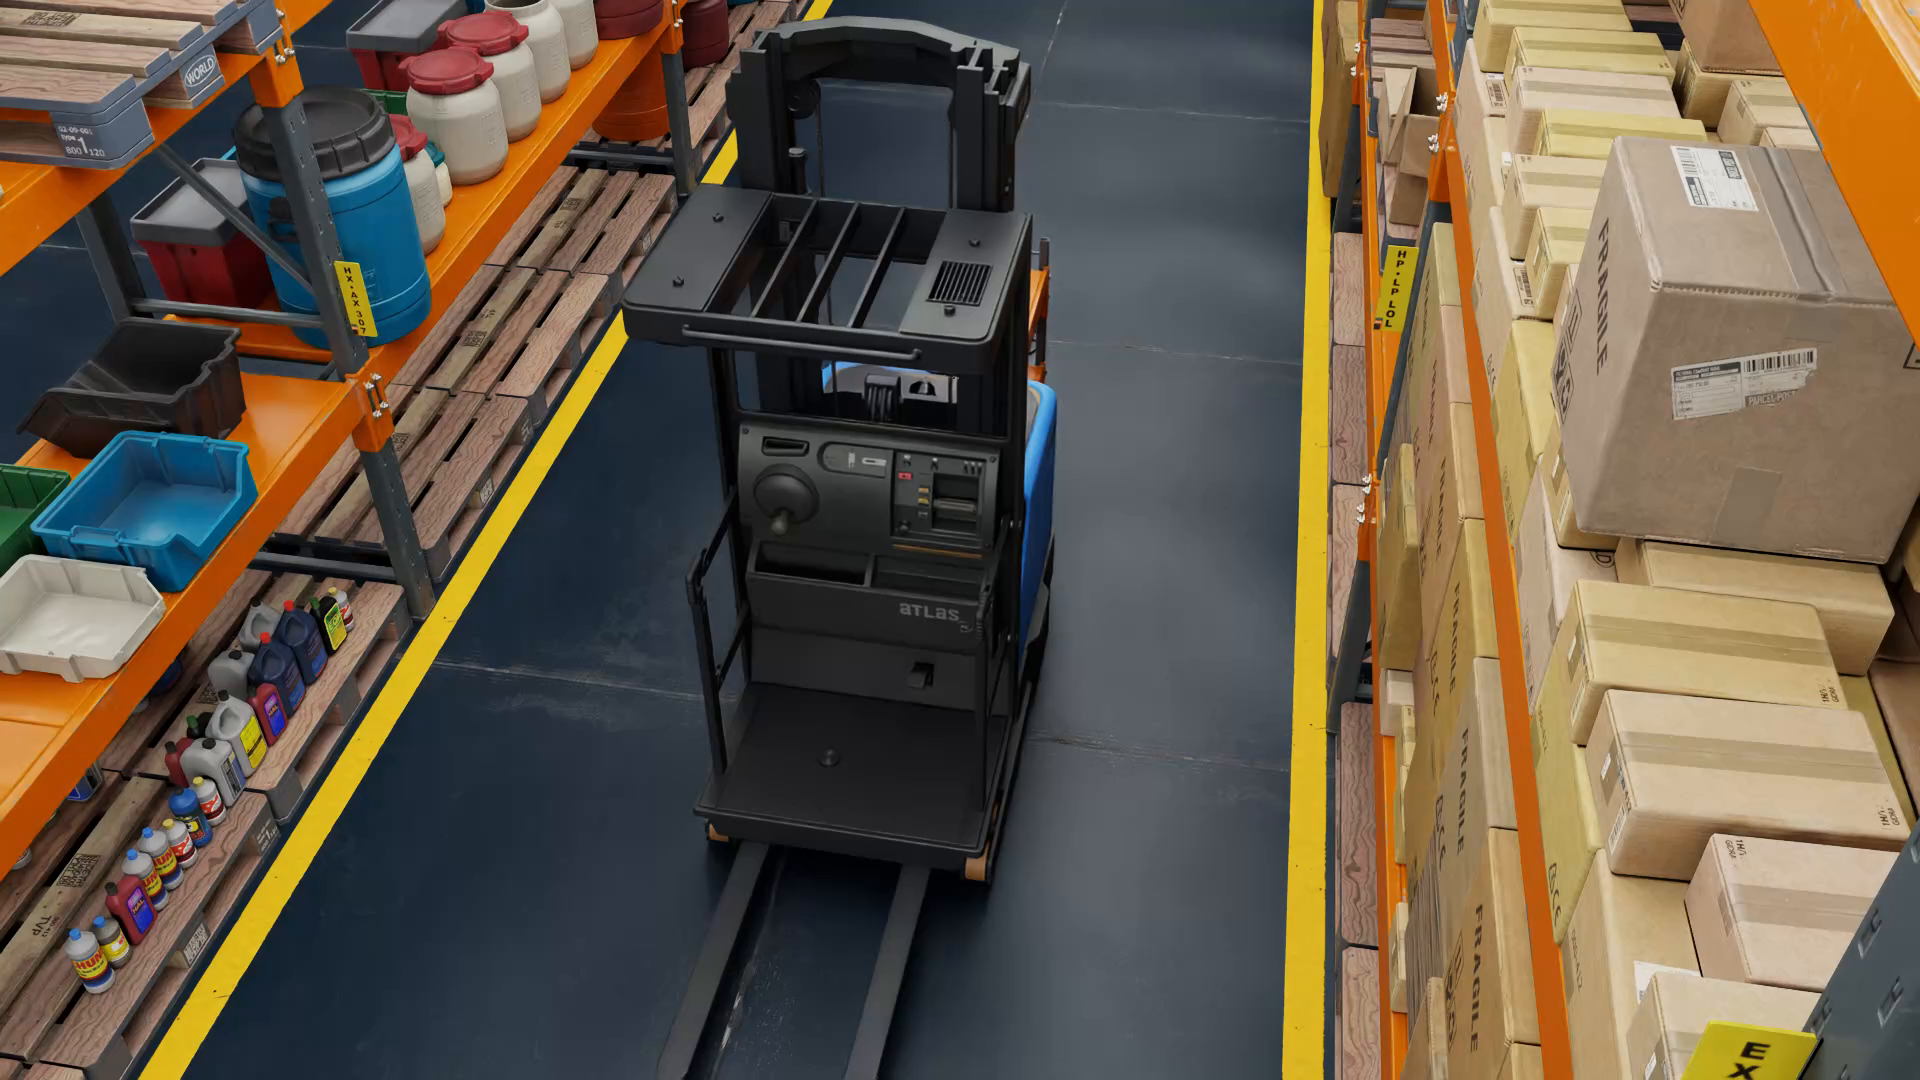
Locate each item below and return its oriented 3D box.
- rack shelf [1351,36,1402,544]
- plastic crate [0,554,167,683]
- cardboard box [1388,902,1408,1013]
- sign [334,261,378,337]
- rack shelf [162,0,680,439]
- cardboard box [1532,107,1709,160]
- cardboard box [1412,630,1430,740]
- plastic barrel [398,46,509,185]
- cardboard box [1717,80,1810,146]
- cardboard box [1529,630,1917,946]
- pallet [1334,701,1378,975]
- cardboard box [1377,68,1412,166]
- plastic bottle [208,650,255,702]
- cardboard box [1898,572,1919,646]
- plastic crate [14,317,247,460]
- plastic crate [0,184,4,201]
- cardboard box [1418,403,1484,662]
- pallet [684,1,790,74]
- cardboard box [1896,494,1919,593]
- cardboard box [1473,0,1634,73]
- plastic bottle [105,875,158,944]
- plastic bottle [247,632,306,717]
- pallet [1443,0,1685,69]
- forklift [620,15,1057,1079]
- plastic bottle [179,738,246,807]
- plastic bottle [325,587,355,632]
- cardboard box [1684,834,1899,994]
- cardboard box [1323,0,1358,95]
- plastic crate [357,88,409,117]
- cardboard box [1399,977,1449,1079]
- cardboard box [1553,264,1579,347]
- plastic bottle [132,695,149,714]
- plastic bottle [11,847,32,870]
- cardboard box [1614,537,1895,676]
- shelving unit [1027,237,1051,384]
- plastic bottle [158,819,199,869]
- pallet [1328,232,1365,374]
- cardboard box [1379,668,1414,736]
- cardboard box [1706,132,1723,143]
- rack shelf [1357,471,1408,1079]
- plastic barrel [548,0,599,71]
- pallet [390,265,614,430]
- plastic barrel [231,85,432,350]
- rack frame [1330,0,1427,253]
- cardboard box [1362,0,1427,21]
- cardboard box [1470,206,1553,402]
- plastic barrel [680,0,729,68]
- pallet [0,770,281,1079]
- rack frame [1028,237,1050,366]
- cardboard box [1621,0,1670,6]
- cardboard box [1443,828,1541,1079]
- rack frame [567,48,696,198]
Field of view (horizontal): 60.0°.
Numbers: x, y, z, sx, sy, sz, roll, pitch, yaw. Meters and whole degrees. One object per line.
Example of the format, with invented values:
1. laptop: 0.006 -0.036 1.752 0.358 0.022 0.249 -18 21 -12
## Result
1. rack shelf: 2.362 -1.317 7.651 1.077 0.370 4.000 6 40 8
2. plastic crate: -2.894 0.263 5.382 0.530 0.136 0.437 6 40 8
3. cardboard box: 1.326 1.113 4.344 0.380 0.149 0.250 6 40 8
4. sign: -2.322 -0.925 6.394 0.100 0.325 0.005 6 40 8
5. rack shelf: -2.516 -1.863 8.311 1.077 0.370 4.000 6 40 8
6. cardboard box: 1.610 -0.920 4.056 0.380 0.149 0.250 8 40 9
7. cardboard box: 1.769 0.418 4.676 0.875 0.500 0.500 6 40 8
8. plastic barrel: -2.354 -1.975 7.774 0.433 0.535 0.433 0 40 0
9. cardboard box: 2.150 -1.031 4.190 0.380 0.149 0.250 5 40 5
10. cardboard box: 1.241 0.428 2.738 0.500 0.250 0.500 7 40 8
11. pallet: 1.935 1.161 6.277 1.003 0.211 1.213 6 40 8
12. cardboard box: 2.192 -1.927 7.612 0.500 0.250 0.500 5 40 6
13. plastic bottle: -2.873 0.550 6.619 0.152 0.276 0.135 6 40 8
14. cardboard box: 1.825 0.133 2.783 0.380 0.149 0.250 6 40 8
15. plastic crate: -3.078 -0.547 6.203 0.767 0.338 0.504 6 40 8
16. plastic crate: -2.742 -0.888 4.420 0.243 0.136 0.396 6 40 8
17. cardboard box: 1.516 0.004 4.391 0.500 0.500 0.500 6 40 8
18. pallet: -1.861 -3.584 12.016 1.003 0.211 1.213 6 40 8
19. cardboard box: 1.847 -0.233 2.716 0.500 0.500 0.500 6 40 7
20. cardboard box: 1.656 -1.421 4.663 0.380 0.149 0.250 5 40 6
21. plastic bottle: -2.876 1.259 5.757 0.061 0.283 0.133 7 40 8
22. plastic bottle: -2.723 0.522 6.595 0.144 0.351 0.185 5 40 5
23. pallet: 2.228 -1.799 5.462 1.213 0.211 1.003 6 40 8
24. forklift: -0.363 -0.100 5.668 1.130 2.935 3.031 7 40 8
25. plastic bottle: -2.811 0.855 6.251 0.152 0.276 0.135 7 40 8
26. plastic bottle: -2.618 0.285 6.998 0.097 0.201 0.097 0 40 0
27. cardboard box: 1.225 0.560 2.266 0.380 0.149 0.250 5 40 6
28. cardboard box: 3.010 -3.182 10.679 1.225 0.875 0.875 7 40 8
29. plastic crate: -2.839 -1.928 7.991 0.450 0.188 0.662 6 40 8
30. cardboard box: 1.415 1.349 3.550 0.875 0.500 0.500 6 40 8
31. cardboard box: 1.457 -0.433 3.468 0.380 0.149 0.250 7 40 9
32. plastic bottle: -3.317 0.562 6.609 0.097 0.271 0.097 0 40 0
33. plastic bottle: -3.448 1.093 6.022 0.097 0.201 0.097 0 40 0
34. cardboard box: 1.350 0.074 2.853 0.380 0.149 0.250 7 40 8
35. shelving unit: 0.076 -0.683 7.790 0.538 1.125 1.048 7 40 8
36. plastic bottle: -2.840 1.090 6.025 0.097 0.201 0.097 0 40 0
37. pallet: 2.572 -1.285 9.235 1.003 0.211 1.213 6 40 8
38. cardboard box: 1.493 0.485 5.103 0.380 0.149 0.250 6 40 8
39. cardboard box: 2.094 -0.796 4.219 0.500 0.250 0.500 7 40 9
40. rack shelf: 1.670 1.193 4.614 1.077 0.370 4.000 6 40 8
41. plastic barrel: -2.138 -2.770 8.755 0.421 0.512 0.421 0 40 0
42. pallet: -2.556 -1.076 8.982 1.003 0.211 1.213 6 40 8
43. plastic barrel: -2.497 -1.288 6.657 0.600 0.901 0.708 6 40 8
44. rack frame: 2.708 -2.850 8.940 1.000 3.000 0.127 6 40 8
45. cardboard box: 2.550 -3.225 9.315 0.500 0.500 0.500 8 40 9
46. cardboard box: 1.503 -0.540 3.910 0.500 0.250 0.500 5 40 6
47. plastic barrel: -1.907 -3.646 11.466 0.600 0.588 0.708 6 40 8
48. pallet: -3.228 1.374 6.019 1.003 0.211 1.213 6 40 8
49. rack frame: 0.172 -1.001 8.175 0.500 1.125 0.032 7 40 8
50. cardboard box: 2.195 -1.981 5.124 0.797 0.503 0.637 5 40 5
51. cardboard box: 1.257 0.946 3.253 0.500 0.500 0.500 6 40 8
52. rack frame: -2.170 -3.396 9.600 1.000 3.000 0.127 6 40 8
